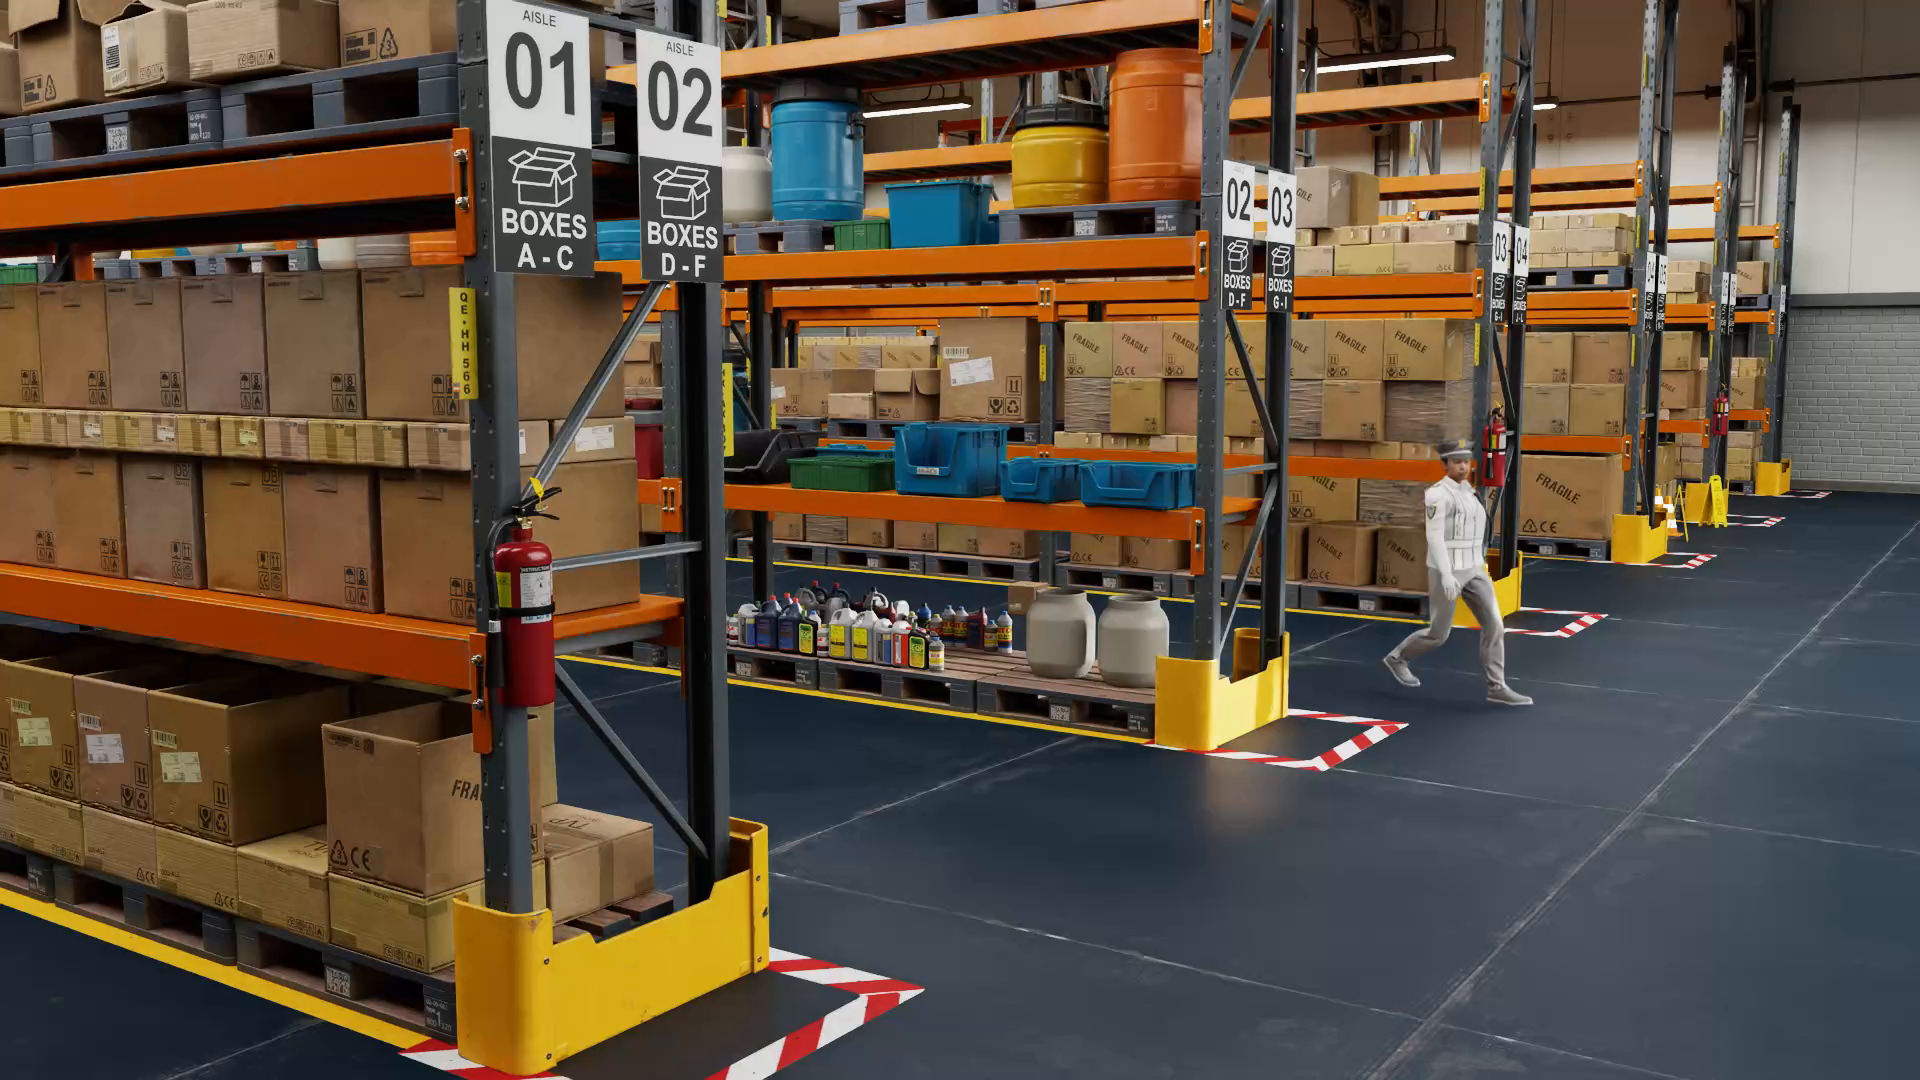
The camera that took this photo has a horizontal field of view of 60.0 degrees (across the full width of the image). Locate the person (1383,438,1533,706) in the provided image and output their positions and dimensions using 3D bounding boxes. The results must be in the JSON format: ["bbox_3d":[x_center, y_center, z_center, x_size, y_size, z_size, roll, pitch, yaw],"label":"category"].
[{"bbox_3d":[3.055,0.182,10.266,0.511,1.634,0.912,-5,8,-40],"label":"person"}]
